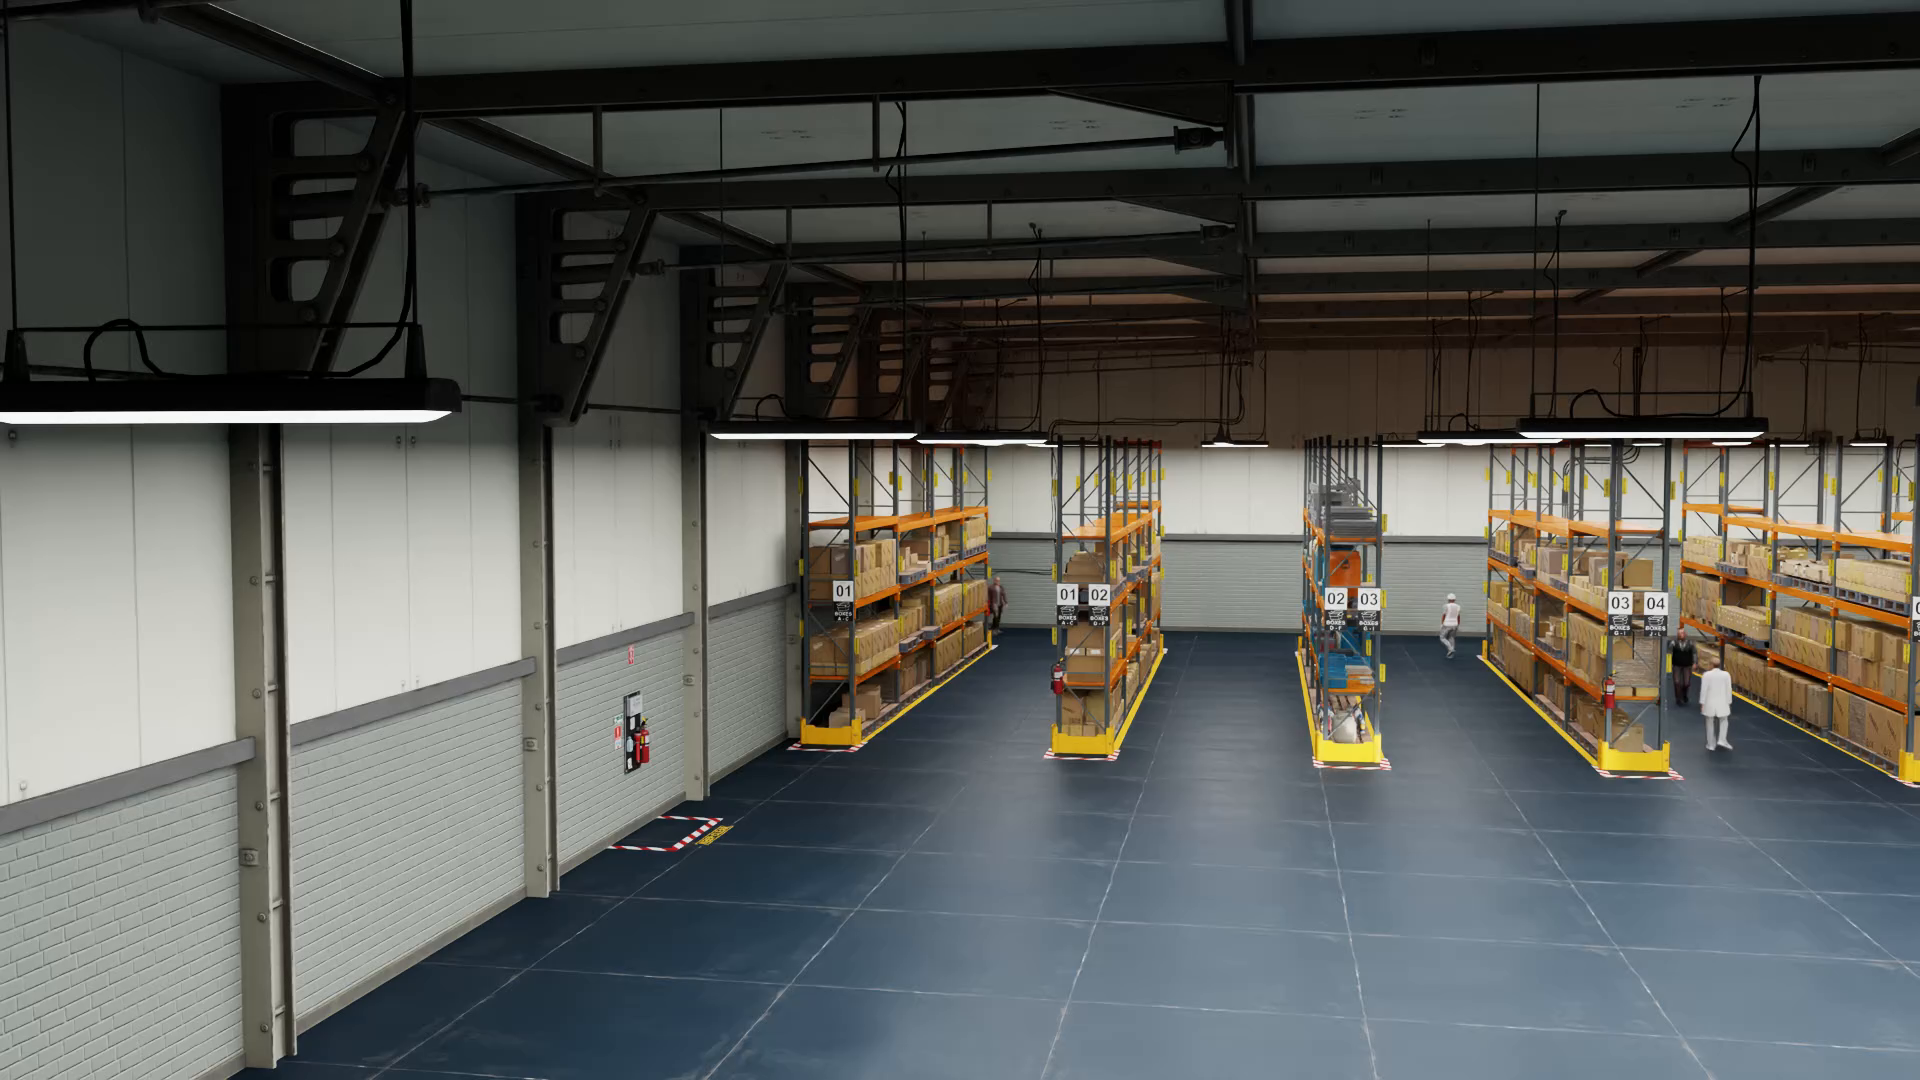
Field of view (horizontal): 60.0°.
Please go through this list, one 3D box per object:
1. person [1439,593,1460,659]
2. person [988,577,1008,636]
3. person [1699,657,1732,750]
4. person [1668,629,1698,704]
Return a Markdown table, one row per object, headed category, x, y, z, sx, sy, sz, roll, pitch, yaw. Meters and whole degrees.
| category | x | y | z | sx | sy | sz | roll | pitch | yaw |
| --- | --- | --- | --- | --- | --- | --- | --- | --- | --- |
| person | 13.443 | 2.361 | 45.546 | 0.614 | 1.785 | 0.574 | -1 | 3 | -16 |
| person | 1.144 | 2.061 | 51.569 | 0.595 | 1.820 | 0.621 | -2 | 4 | -35 |
| person | 14.400 | 3.123 | 31.687 | 0.597 | 1.777 | 0.601 | 1 | 3 | 16 |
| person | 16.317 | 2.851 | 37.542 | 0.632 | 1.699 | 0.498 | 1 | 3 | 25 |
